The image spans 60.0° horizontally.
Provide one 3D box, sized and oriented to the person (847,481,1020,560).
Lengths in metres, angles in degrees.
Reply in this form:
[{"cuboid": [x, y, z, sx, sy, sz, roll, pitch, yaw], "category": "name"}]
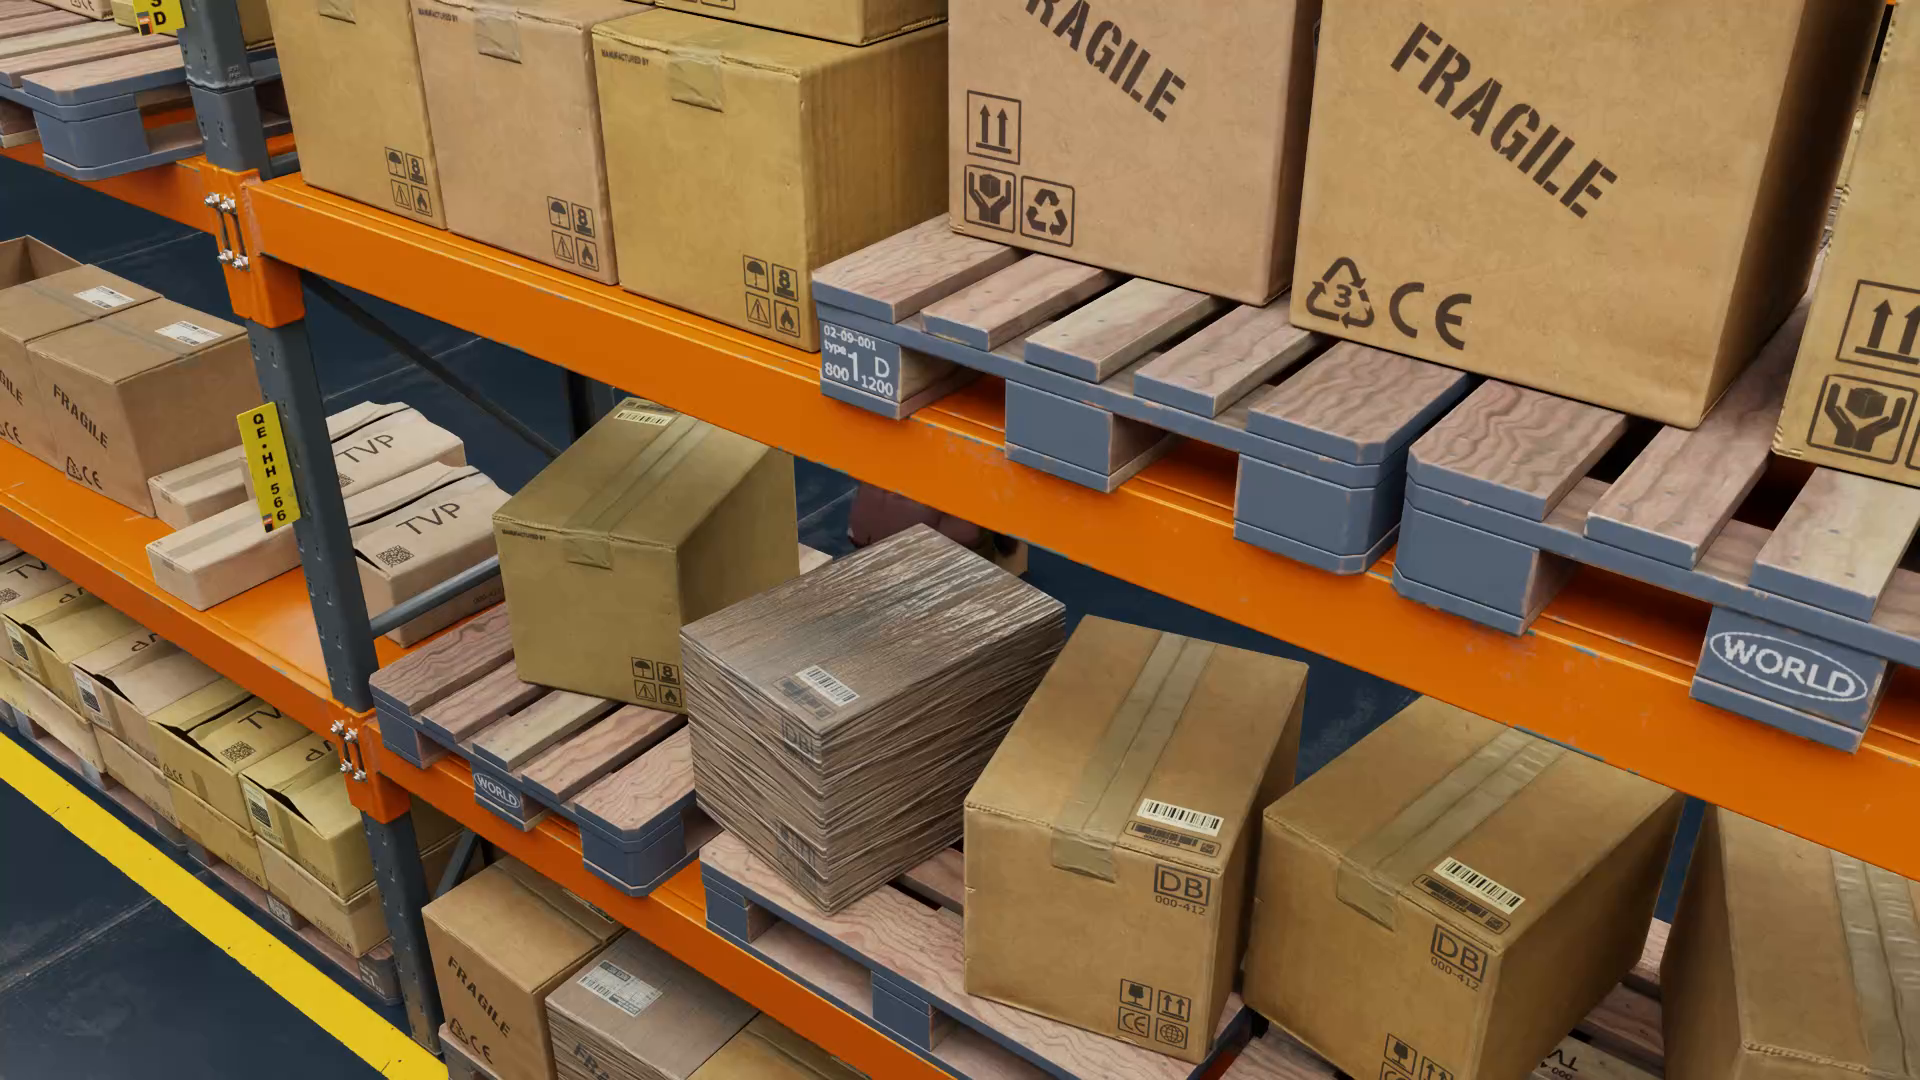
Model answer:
[{"cuboid": [-0.131, -0.131, 7.120, 0.610, 1.016, 0.896, 21, 36, 31], "category": "person"}]
